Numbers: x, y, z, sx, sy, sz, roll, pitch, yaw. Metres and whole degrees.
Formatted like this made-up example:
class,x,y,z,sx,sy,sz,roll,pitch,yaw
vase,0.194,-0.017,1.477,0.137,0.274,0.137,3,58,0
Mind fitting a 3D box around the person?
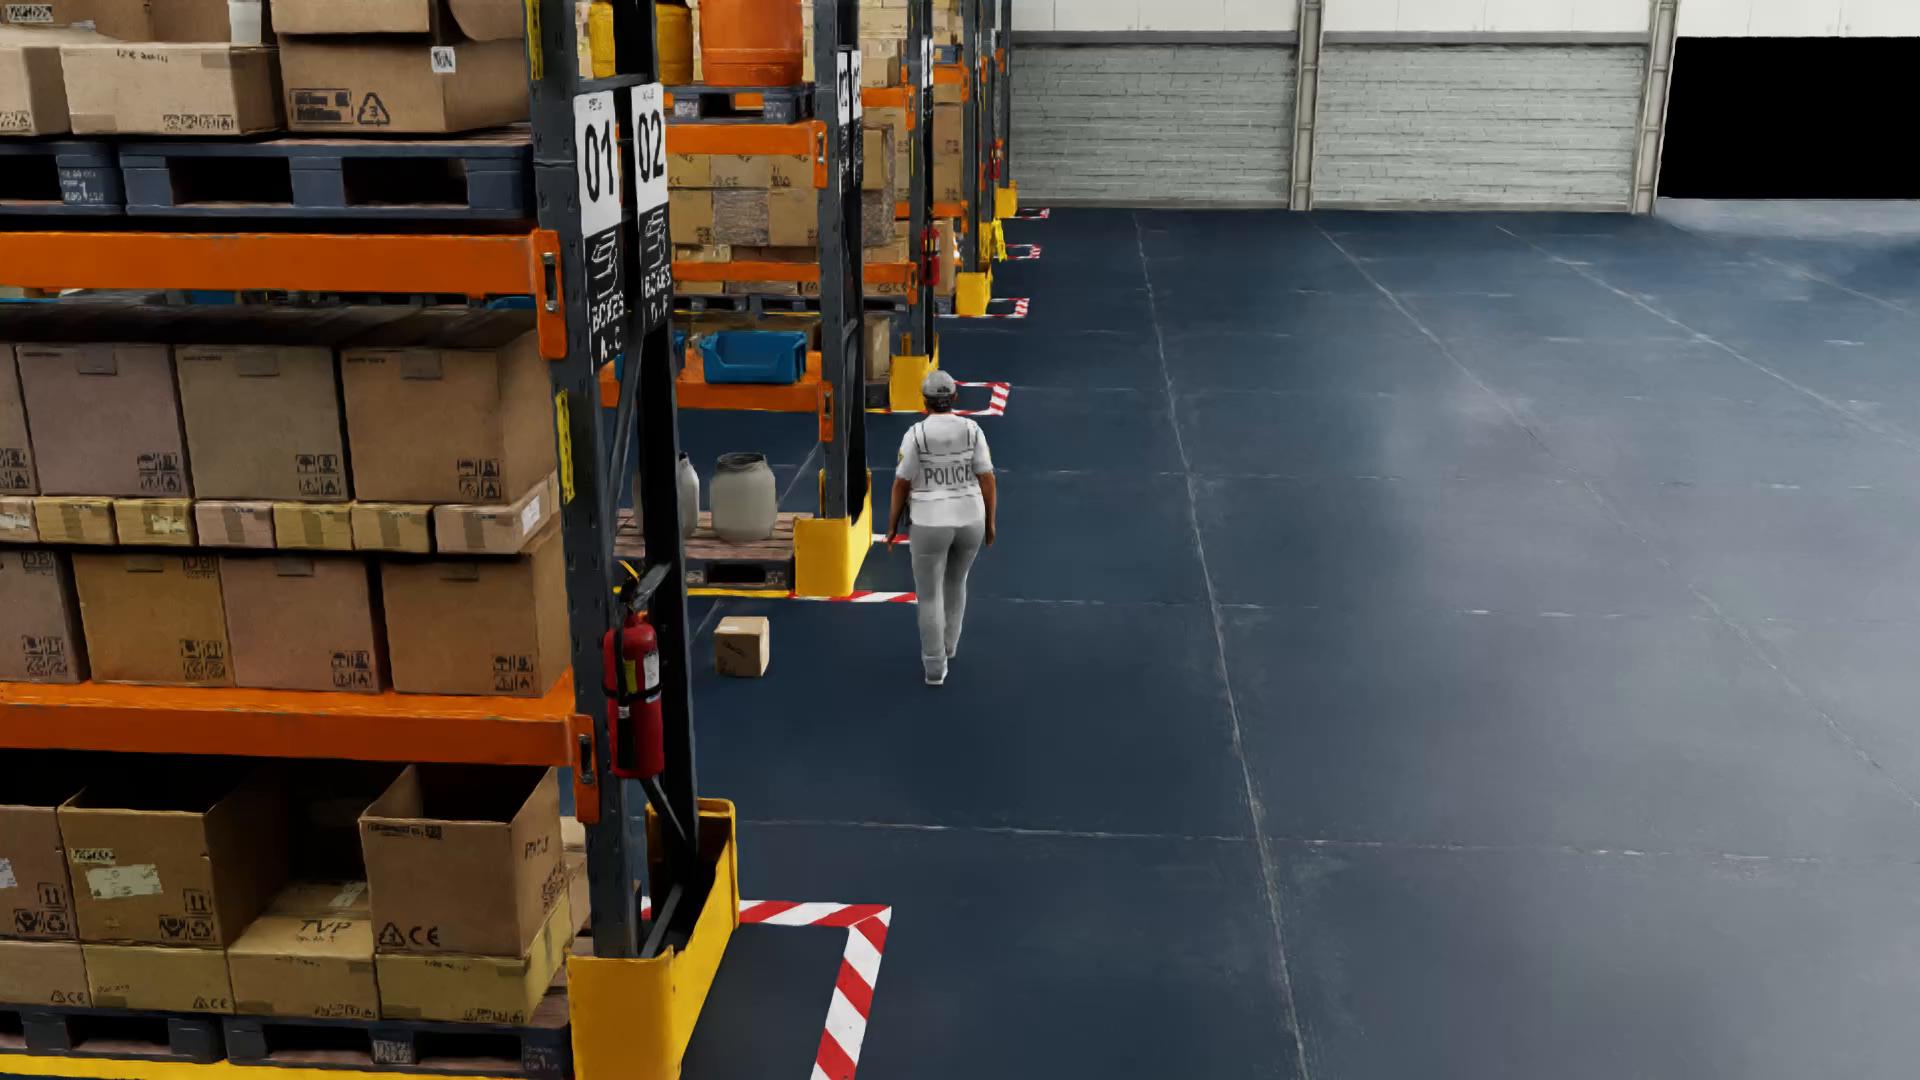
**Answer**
class,x,y,z,sx,sy,sz,roll,pitch,yaw
person,-0.137,-0.102,8.849,0.569,1.666,0.593,-8,19,-23
